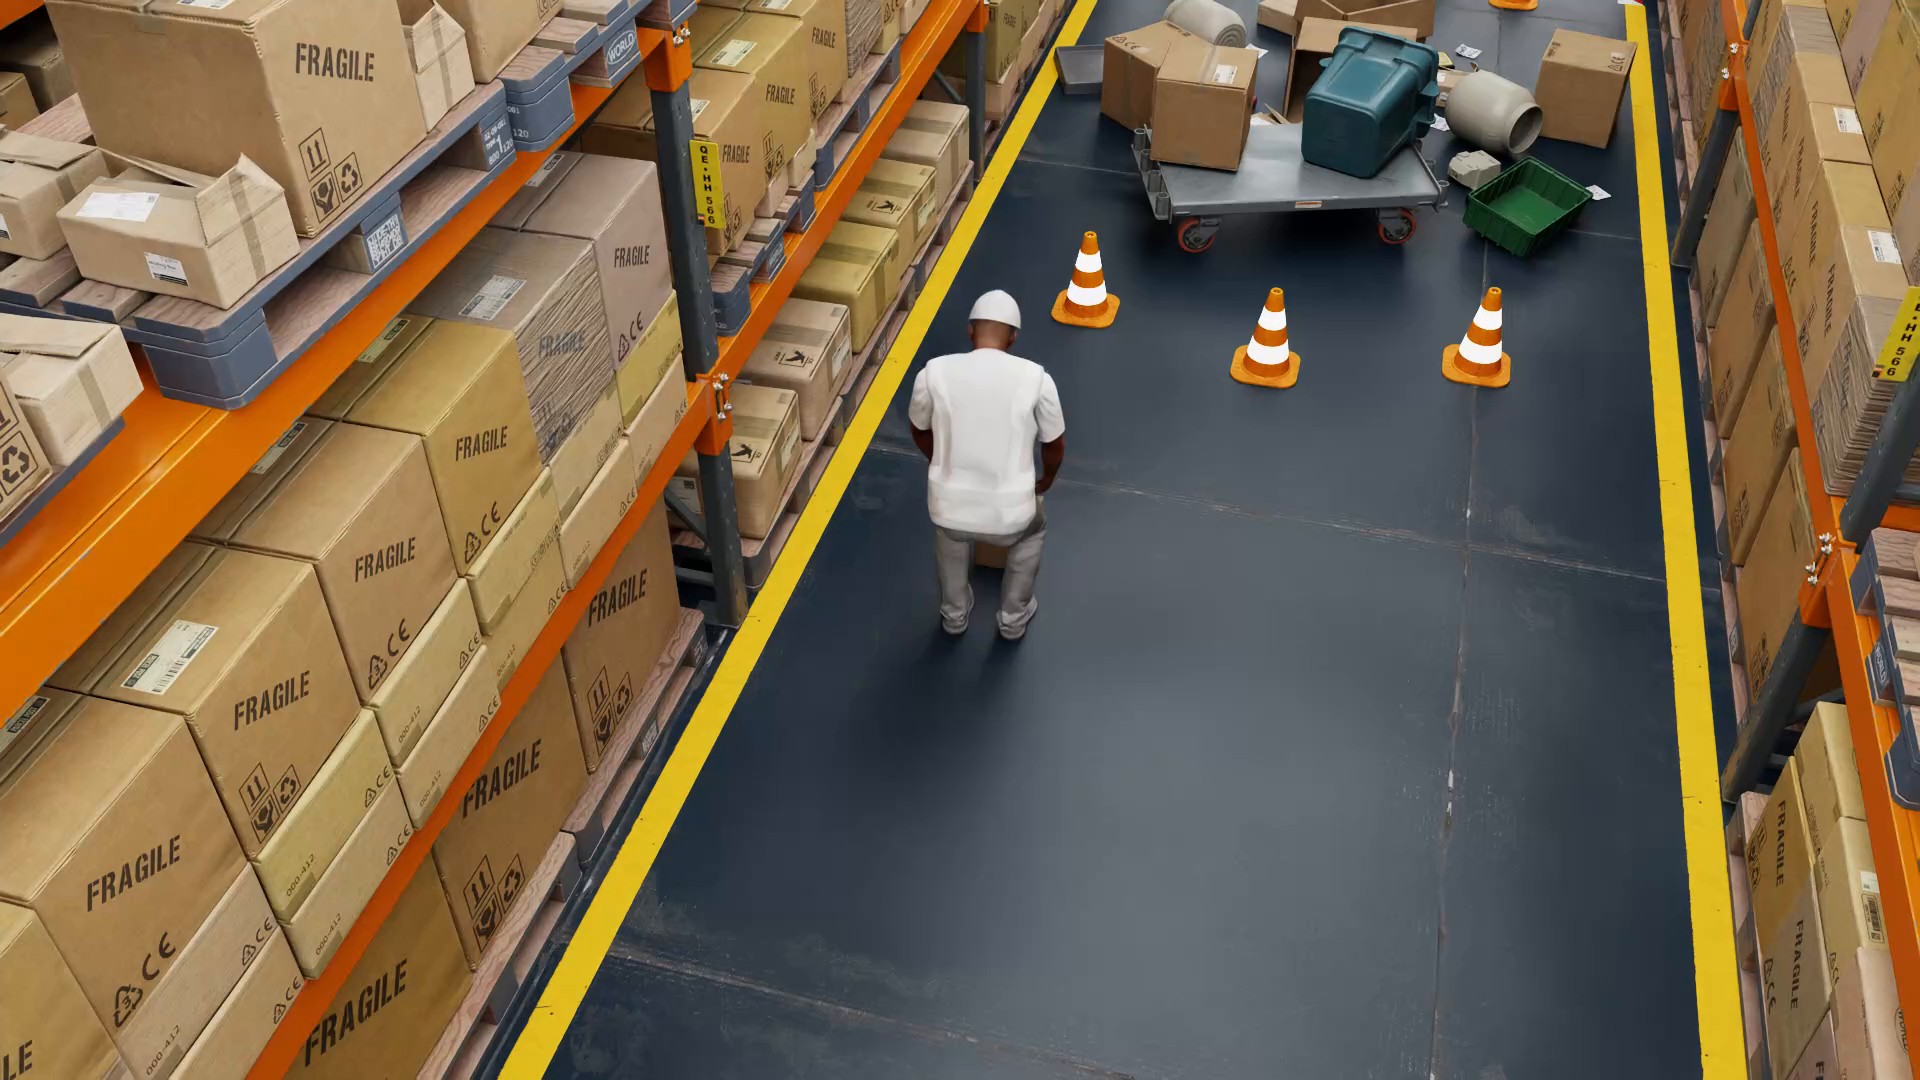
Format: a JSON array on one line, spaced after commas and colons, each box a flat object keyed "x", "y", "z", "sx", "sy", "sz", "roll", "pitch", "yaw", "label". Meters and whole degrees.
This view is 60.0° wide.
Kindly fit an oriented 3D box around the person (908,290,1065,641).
[{"x": 0.088, "y": -0.249, "z": 6.685, "sx": 0.631, "sy": 1.432, "sz": 0.747, "roll": 8, "pitch": 41, "yaw": 9, "label": "person"}]
